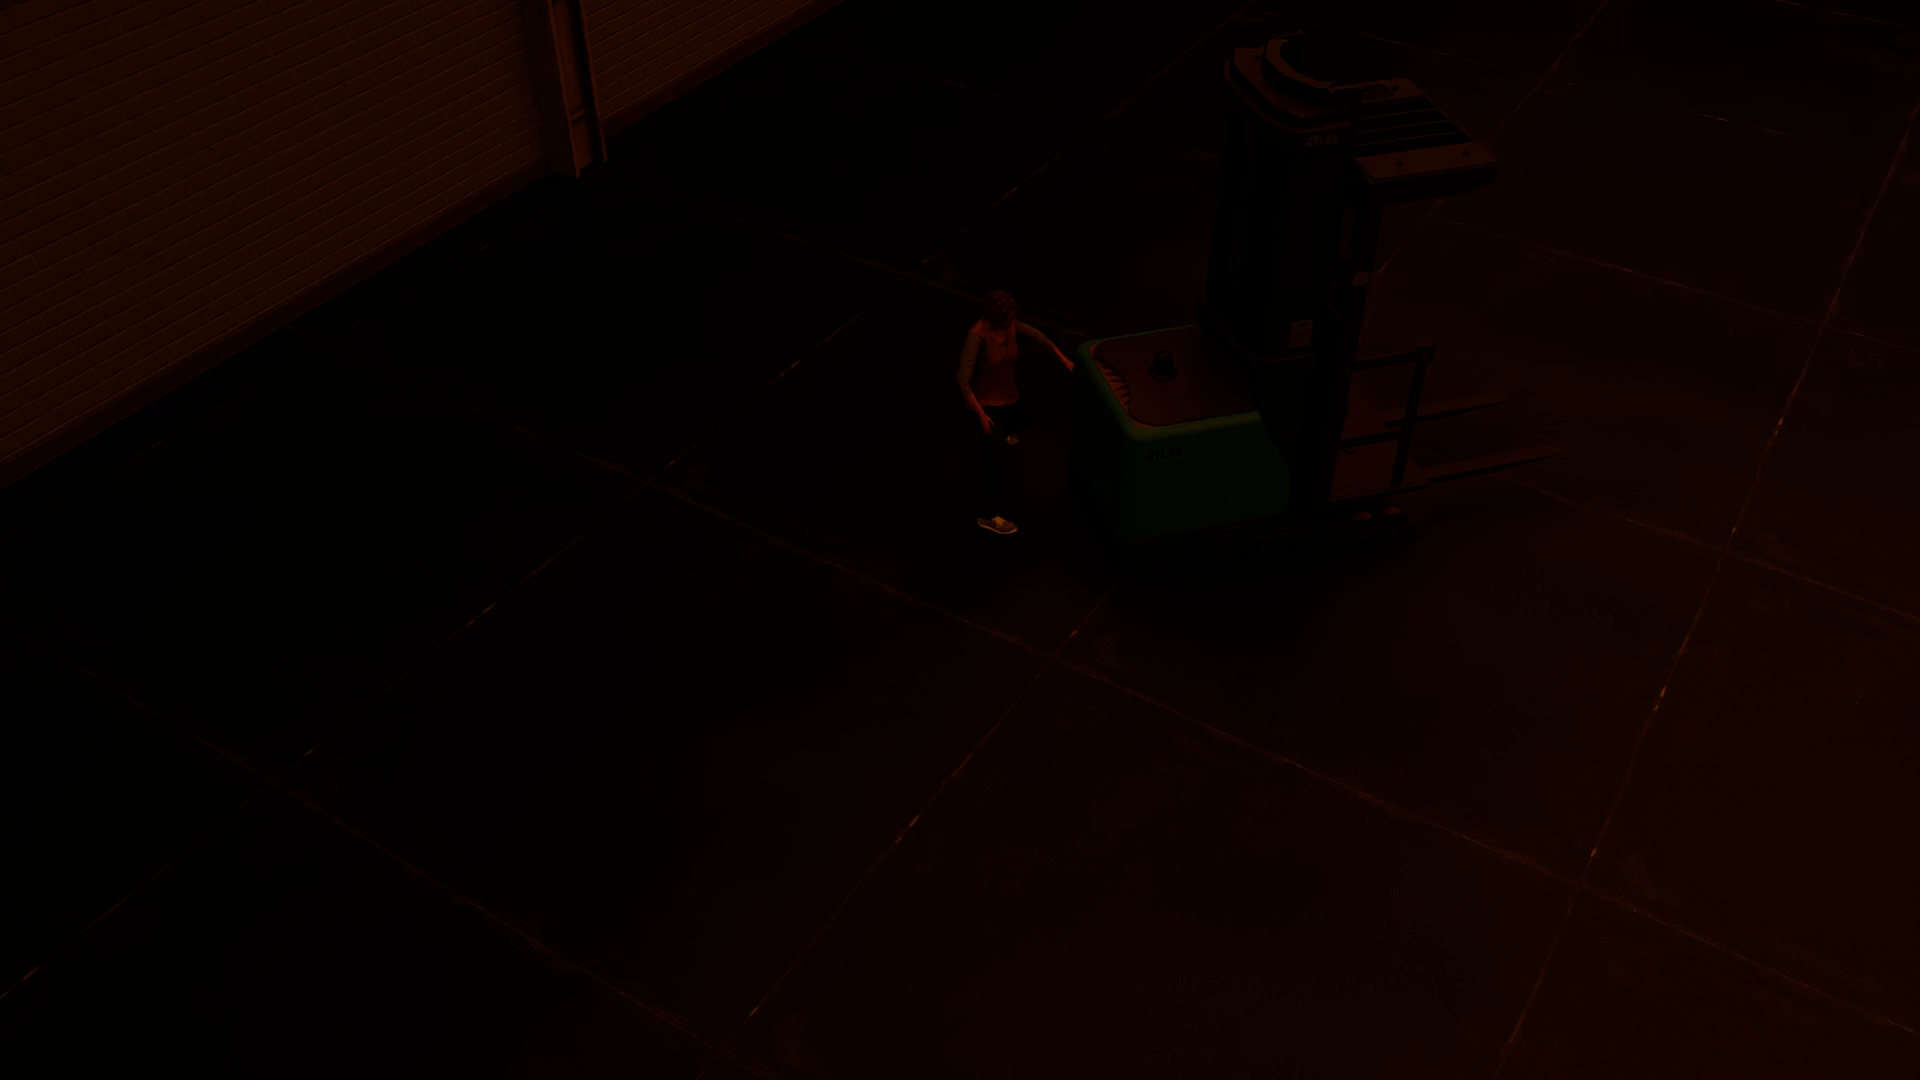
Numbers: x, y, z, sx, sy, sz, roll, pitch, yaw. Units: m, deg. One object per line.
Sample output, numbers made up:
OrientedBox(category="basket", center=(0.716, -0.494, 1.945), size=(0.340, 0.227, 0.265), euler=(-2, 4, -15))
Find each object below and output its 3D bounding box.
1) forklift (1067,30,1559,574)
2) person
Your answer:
OrientedBox(category="forklift", center=(2.254, -1.446, 9.674), size=(3.031, 2.935, 1.130), euler=(-10, 41, -12))
OrientedBox(category="person", center=(0.281, -0.878, 10.191), size=(0.811, 1.463, 0.869), euler=(32, 50, 32))
